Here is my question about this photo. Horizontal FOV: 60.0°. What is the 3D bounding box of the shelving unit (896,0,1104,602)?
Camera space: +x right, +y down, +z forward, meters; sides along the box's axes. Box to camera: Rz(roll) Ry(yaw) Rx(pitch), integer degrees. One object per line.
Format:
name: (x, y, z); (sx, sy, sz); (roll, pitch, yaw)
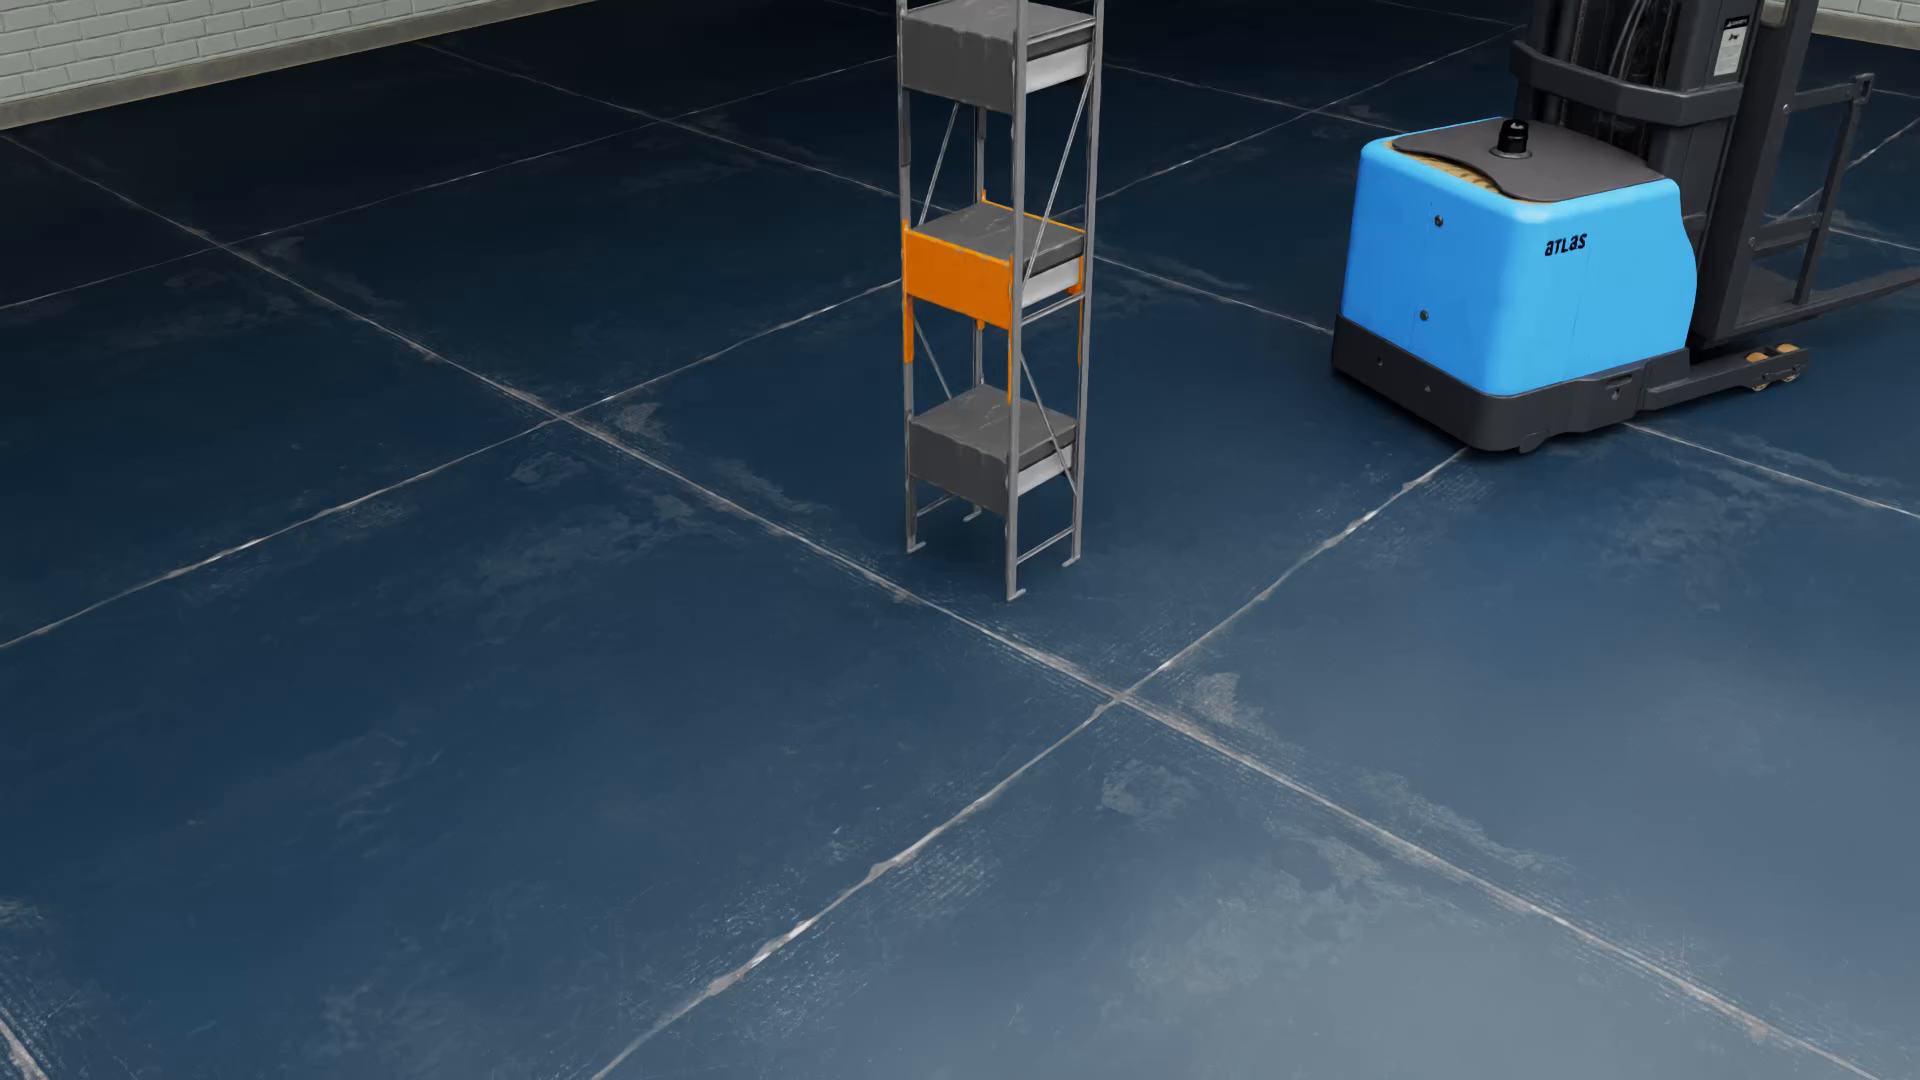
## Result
shelving unit: (0.123, -0.842, 5.613); (0.503, 2.100, 0.431); (25, 39, 35)

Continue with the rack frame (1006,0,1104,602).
rack frame: (0.304, -0.758, 5.473); (0.015, 2.100, 0.400); (25, 39, 35)

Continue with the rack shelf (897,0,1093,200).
rack shelf: (0.123, -1.430, 5.259); (0.480, 0.518, 0.431); (25, 39, 35)

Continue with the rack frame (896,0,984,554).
rack frame: (-0.058, -0.927, 5.754); (0.015, 2.100, 0.400); (25, 39, 35)

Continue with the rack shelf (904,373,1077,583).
rack shelf: (0.123, -0.231, 5.981); (0.480, 0.518, 0.431); (25, 39, 35)

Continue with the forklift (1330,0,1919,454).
forklift: (3.202, -2.139, 6.961); (3.031, 2.935, 1.130); (-15, 34, -24)

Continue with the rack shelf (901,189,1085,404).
rack shelf: (0.123, -0.831, 5.620); (0.480, 0.518, 0.431); (25, 39, 35)
